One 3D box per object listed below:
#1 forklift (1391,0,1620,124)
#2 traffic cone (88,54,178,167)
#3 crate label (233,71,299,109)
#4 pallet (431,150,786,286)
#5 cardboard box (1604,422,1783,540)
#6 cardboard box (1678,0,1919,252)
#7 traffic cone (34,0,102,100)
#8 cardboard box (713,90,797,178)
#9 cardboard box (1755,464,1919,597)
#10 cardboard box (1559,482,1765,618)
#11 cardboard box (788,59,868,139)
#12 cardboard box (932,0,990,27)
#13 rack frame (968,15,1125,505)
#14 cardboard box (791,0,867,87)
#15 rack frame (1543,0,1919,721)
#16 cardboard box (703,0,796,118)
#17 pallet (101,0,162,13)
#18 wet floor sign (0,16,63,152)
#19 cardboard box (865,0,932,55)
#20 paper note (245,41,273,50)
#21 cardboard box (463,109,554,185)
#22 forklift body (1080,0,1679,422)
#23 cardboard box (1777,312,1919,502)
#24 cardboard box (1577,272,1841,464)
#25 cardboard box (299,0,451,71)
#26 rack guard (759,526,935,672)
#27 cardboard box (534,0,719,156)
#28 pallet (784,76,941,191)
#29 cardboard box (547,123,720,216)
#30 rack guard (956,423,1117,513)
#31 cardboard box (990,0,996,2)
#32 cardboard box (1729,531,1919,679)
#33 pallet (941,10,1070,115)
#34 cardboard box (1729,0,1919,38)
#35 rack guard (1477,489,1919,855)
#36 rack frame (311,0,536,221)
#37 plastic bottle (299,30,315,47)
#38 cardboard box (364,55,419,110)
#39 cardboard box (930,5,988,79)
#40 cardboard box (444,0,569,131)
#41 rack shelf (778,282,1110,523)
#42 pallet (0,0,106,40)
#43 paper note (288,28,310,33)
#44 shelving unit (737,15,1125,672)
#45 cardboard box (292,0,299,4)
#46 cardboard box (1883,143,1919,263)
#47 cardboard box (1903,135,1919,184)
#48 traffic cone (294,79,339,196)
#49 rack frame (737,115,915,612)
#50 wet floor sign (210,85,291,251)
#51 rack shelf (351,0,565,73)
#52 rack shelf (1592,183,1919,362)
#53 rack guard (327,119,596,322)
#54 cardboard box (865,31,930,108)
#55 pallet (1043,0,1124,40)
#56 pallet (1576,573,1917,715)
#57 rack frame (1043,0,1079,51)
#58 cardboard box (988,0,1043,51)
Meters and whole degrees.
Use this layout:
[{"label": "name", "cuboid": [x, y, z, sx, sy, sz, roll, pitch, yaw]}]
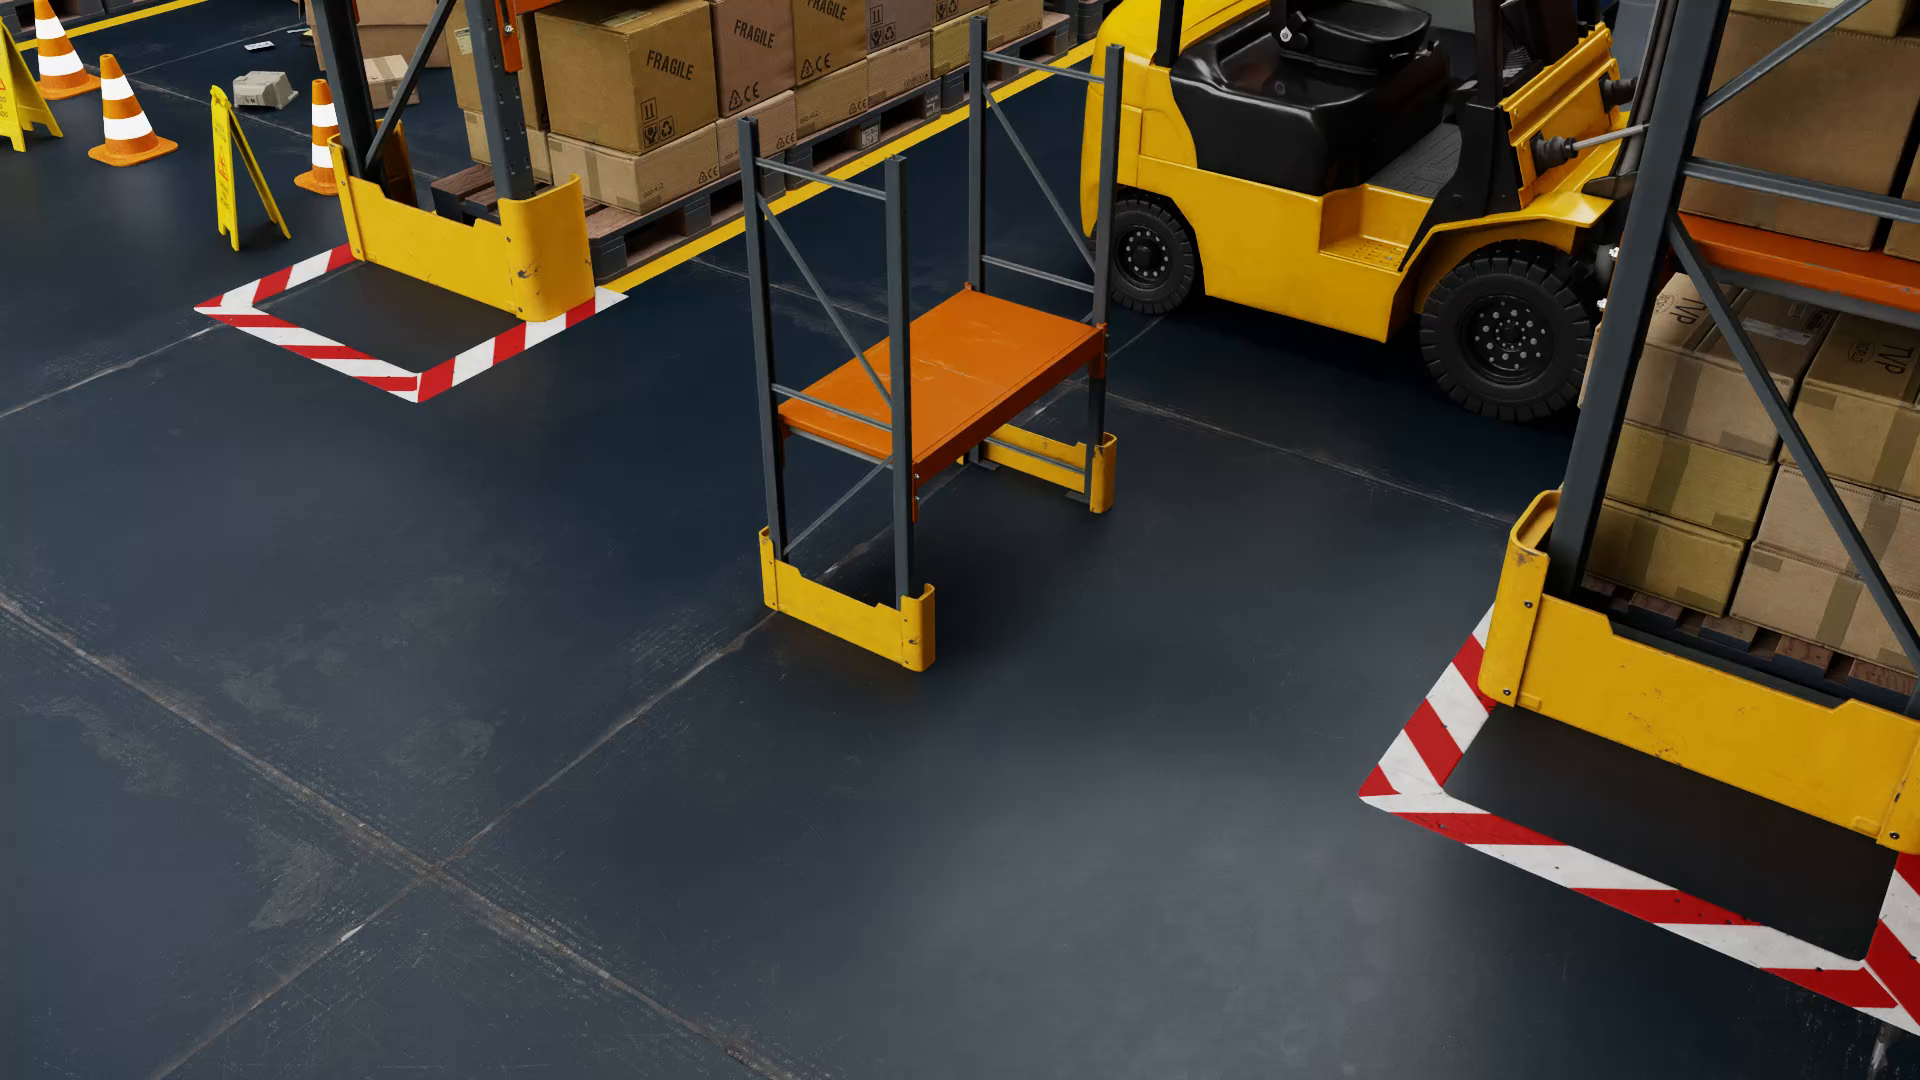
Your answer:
[{"label": "forklift", "cuboid": [2.361, -3.420, 7.690, 1.130, 2.935, 3.031, 21, 39, 28]}, {"label": "traffic cone", "cuboid": [-3.987, -2.068, 7.895, 0.336, 0.463, 0.334, 21, 39, 28]}, {"label": "crate label", "cuboid": [-3.590, -2.314, 8.550, 0.250, 0.136, 0.298, 3, 34, 4]}, {"label": "pallet", "cuboid": [-1.531, -1.553, 7.358, 1.003, 0.211, 1.213, 21, 39, 28]}, {"label": "cardboard box", "cuboid": [2.034, -0.293, 4.639, 0.500, 0.250, 0.500, 21, 39, 28]}, {"label": "cardboard box", "cuboid": [2.078, -1.079, 4.078, 0.500, 0.500, 0.500, 20, 39, 27]}, {"label": "traffic cone", "cuboid": [-4.722, -2.585, 8.660, 0.336, 0.463, 0.334, 21, 39, 28]}, {"label": "cardboard box", "cuboid": [-1.082, -1.861, 7.404, 0.500, 0.250, 0.500, 23, 40, 30]}, {"label": "cardboard box", "cuboid": [2.452, -0.119, 4.382, 0.500, 0.250, 0.500, 22, 40, 29]}, {"label": "cardboard box", "cuboid": [2.021, -0.079, 4.769, 0.500, 0.250, 0.500, 22, 40, 28]}, {"label": "cardboard box", "cuboid": [-0.782, -2.116, 7.781, 0.500, 0.250, 0.500, 24, 41, 31]}, {"label": "cardboard box", "cuboid": [-0.191, -2.904, 8.277, 0.500, 0.500, 0.500, 22, 40, 29]}, {"label": "rack frame", "cuboid": [0.241, -0.816, 5.118, 0.500, 1.500, 0.032, 21, 39, 28]}, {"label": "cardboard box", "cuboid": [-0.779, -2.421, 7.562, 0.500, 0.500, 0.500, 22, 40, 29]}, {"label": "rack frame", "cuboid": [2.013, -0.727, 3.647, 1.000, 3.000, 0.127, 21, 39, 28]}, {"label": "cardboard box", "cuboid": [-1.072, -2.192, 7.224, 0.500, 0.500, 0.500, 20, 39, 27]}, {"label": "pallet", "cuboid": [-5.103, -3.642, 10.447, 1.003, 0.211, 1.213, 21, 39, 28]}, {"label": "wet floor sign", "cuboid": [-4.581, -2.224, 7.963, 0.267, 0.644, 0.232, 14, 37, 20]}, {"label": "cardboard box", "cuboid": [-0.481, -2.669, 7.930, 0.500, 0.500, 0.500, 24, 41, 31]}, {"label": "paper note", "cuboid": [-3.926, -2.775, 9.327, 0.142, 0.017, 0.144, -22, 40, -29]}, {"label": "cardboard box", "cuboid": [-1.813, -1.815, 7.335, 0.500, 0.250, 0.500, 21, 39, 28]}, {"label": "forklift body", "cuboid": [1.596, -1.831, 6.037, 2.313, 2.155, 1.214, 21, 39, 28]}, {"label": "cardboard box", "cuboid": [2.443, -0.337, 4.257, 0.500, 0.250, 0.500, 21, 39, 28]}, {"label": "cardboard box", "cuboid": [2.019, -0.488, 4.480, 0.500, 0.250, 0.500, 23, 40, 30]}, {"label": "cardboard box", "cuboid": [-3.145, -2.894, 9.080, 0.797, 0.503, 0.637, -3, 34, -4]}, {"label": "rack guard", "cuboid": [-0.327, 0.161, 4.789, 0.587, 0.250, 0.087, 21, 39, 28]}, {"label": "cardboard box", "cuboid": [-1.367, -1.950, 6.867, 0.500, 0.500, 0.500, 20, 39, 27]}, {"label": "pallet", "cuboid": [-0.835, -2.112, 8.185, 1.003, 0.211, 1.213, 21, 39, 28]}, {"label": "cardboard box", "cuboid": [-1.380, -1.629, 7.060, 0.500, 0.250, 0.500, 21, 39, 28]}, {"label": "rack guard", "cuboid": [0.240, -0.298, 5.467, 0.587, 0.250, 0.087, 21, 39, 28]}, {"label": "cardboard box", "cuboid": [0.097, -3.139, 8.624, 0.500, 0.500, 0.500, 21, 39, 28]}, {"label": "cardboard box", "cuboid": [2.454, 0.075, 4.542, 0.500, 0.250, 0.500, 21, 40, 28]}, {"label": "pallet", "cuboid": [-0.140, -2.676, 9.019, 1.003, 0.211, 1.213, 21, 39, 28]}, {"label": "cardboard box", "cuboid": [1.981, -1.286, 3.806, 0.380, 0.149, 0.250, 22, 40, 29]}, {"label": "rack guard", "cuboid": [1.999, 0.320, 4.331, 1.175, 0.500, 0.348, 21, 39, 28]}, {"label": "rack frame", "cuboid": [-2.067, -2.311, 5.989, 1.000, 3.000, 0.127, 21, 39, 28]}, {"label": "plastic bottle", "cuboid": [-3.616, -2.878, 9.451, 0.133, 0.061, 0.283, 8, 35, 12]}, {"label": "cardboard box", "cuboid": [-2.979, -2.378, 8.633, 0.250, 0.149, 0.380, -15, 37, -21]}, {"label": "cardboard box", "cuboid": [-0.198, -2.580, 8.468, 0.500, 0.250, 0.500, 20, 39, 27]}, {"label": "cardboard box", "cuboid": [-1.824, -2.108, 7.100, 0.500, 0.500, 0.500, 22, 40, 28]}, {"label": "rack shelf", "cuboid": [-0.049, -0.433, 4.873, 0.538, 0.185, 1.000, 21, 39, 28]}, {"label": "pallet", "cuboid": [-5.799, -3.083, 9.621, 1.003, 0.211, 1.213, 21, 39, 28]}, {"label": "paper note", "cuboid": [-3.810, -2.937, 9.584, 0.123, 0.001, 0.032, -15, 37, -21]}, {"label": "shelving unit", "cuboid": [-0.043, -0.586, 4.778, 0.587, 1.500, 1.083, 21, 39, 28]}, {"label": "cardboard box", "cuboid": [-3.952, -3.609, 10.139, 0.500, 0.500, 0.500, 29, 44, 36]}, {"label": "cardboard box", "cuboid": [2.524, -0.908, 3.825, 0.500, 0.500, 0.500, 23, 40, 30]}, {"label": "cardboard box", "cuboid": [2.381, -1.315, 4.427, 0.500, 0.500, 0.500, 23, 40, 30]}, {"label": "traffic cone", "cuboid": [-2.881, -1.870, 7.602, 0.336, 0.463, 0.334, 21, 39, 28]}, {"label": "rack frame", "cuboid": [-0.338, -0.348, 4.426, 0.500, 1.500, 0.032, 21, 39, 28]}, {"label": "wet floor sign", "cuboid": [-3.054, -1.590, 7.025, 0.232, 0.644, 0.267, -22, 40, -29]}, {"label": "rack shelf", "cuboid": [-0.926, -2.933, 7.552, 1.077, 0.370, 4.000, 21, 39, 28]}, {"label": "rack shelf", "cuboid": [3.153, -1.349, 5.210, 1.077, 0.370, 4.000, 21, 39, 28]}, {"label": "rack guard", "cuboid": [-2.023, -1.310, 6.741, 1.175, 0.500, 0.348, 21, 39, 28]}, {"label": "cardboard box", "cuboid": [-0.491, -2.348, 8.124, 0.500, 0.250, 0.500, 22, 40, 29]}, {"label": "pallet", "cuboid": [0.657, -3.355, 10.023, 1.003, 0.211, 1.213, 21, 39, 28]}, {"label": "pallet", "cuboid": [2.415, 0.063, 4.969, 1.003, 0.211, 1.213, 21, 39, 28]}, {"label": "rack frame", "cuboid": [0.214, -4.152, 8.711, 1.000, 3.000, 0.127, 21, 39, 28]}, {"label": "cardboard box", "cuboid": [0.098, -2.829, 8.835, 0.500, 0.250, 0.500, 23, 40, 30]}]
